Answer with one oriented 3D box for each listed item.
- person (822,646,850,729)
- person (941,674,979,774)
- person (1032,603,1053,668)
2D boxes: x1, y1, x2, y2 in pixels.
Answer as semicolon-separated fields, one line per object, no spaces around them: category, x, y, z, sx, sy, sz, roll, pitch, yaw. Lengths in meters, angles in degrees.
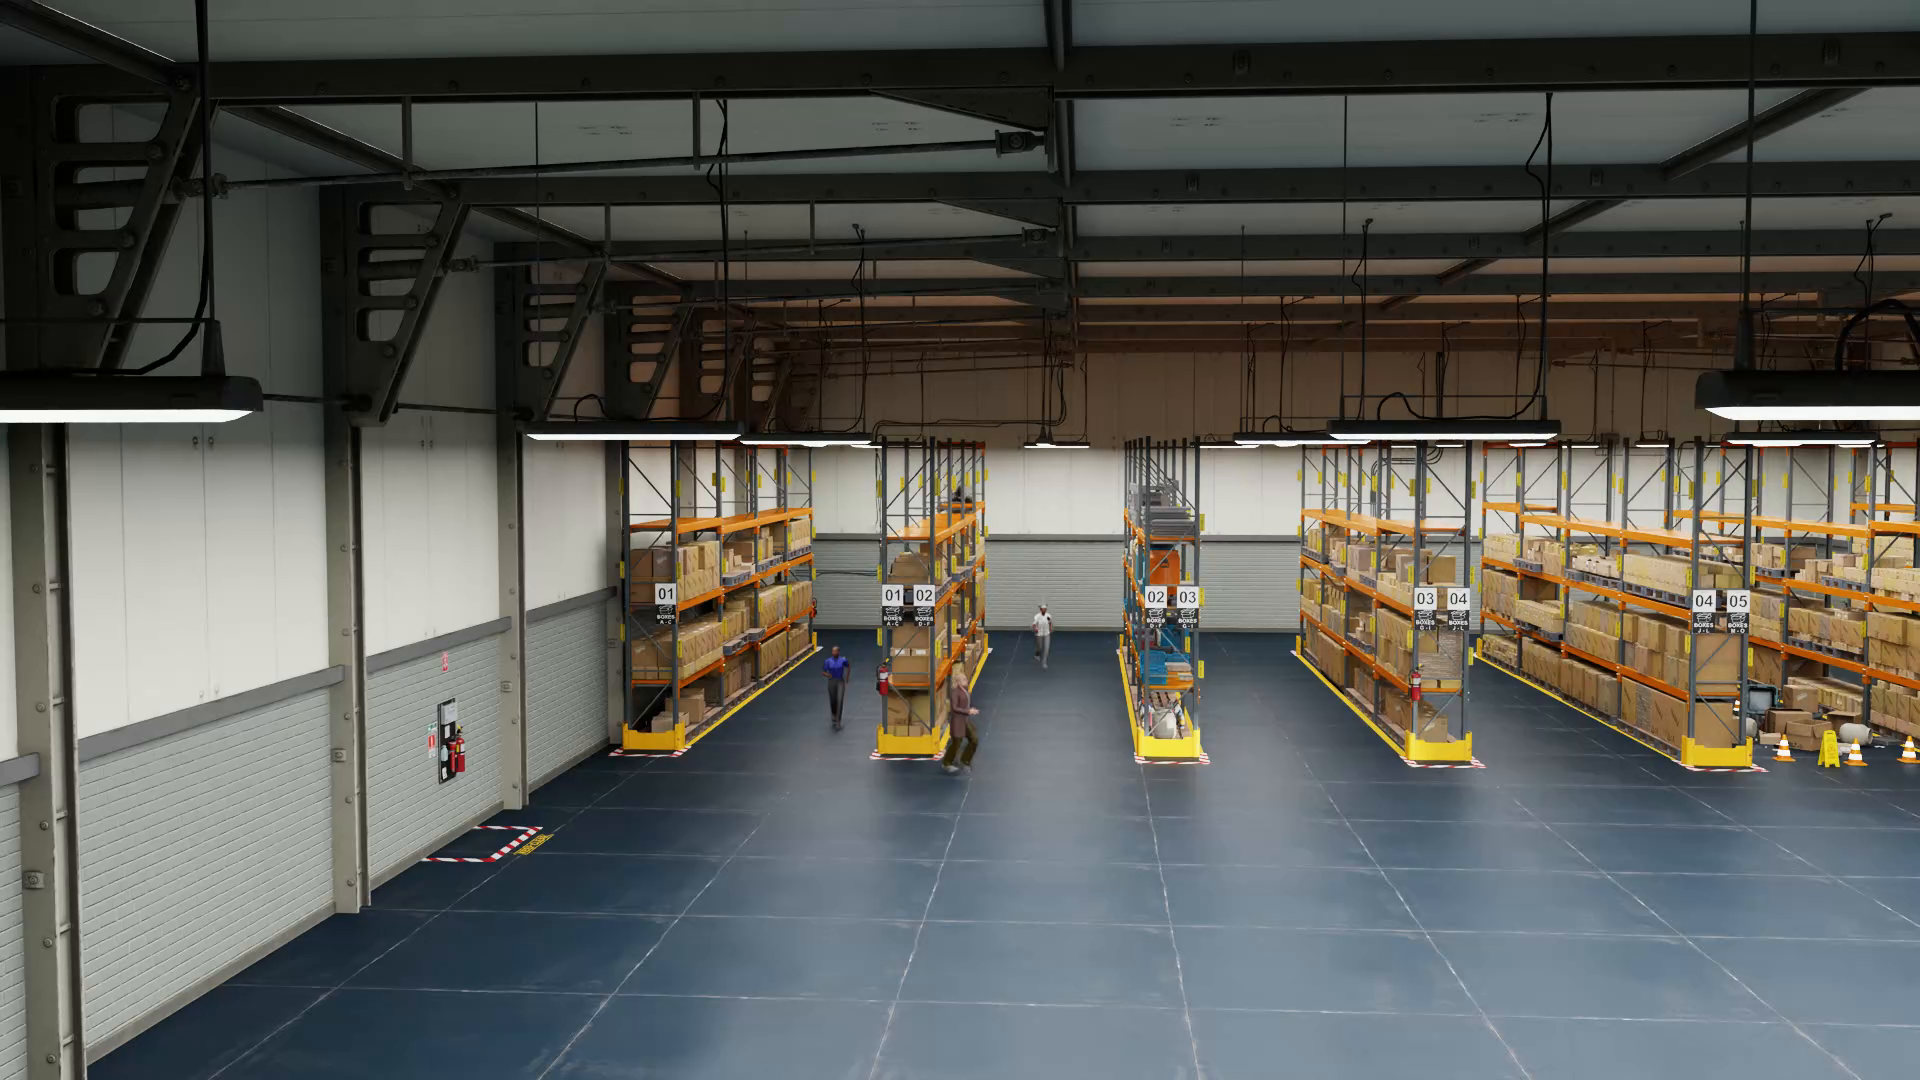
person;-2.586;3.049;34.650;0.587;1.677;0.895;0;3;0
person;0.038;3.376;29.482;0.798;1.646;0.731;2;4;31
person;2.142;2.459;43.145;0.565;1.664;0.768;-1;3;-10
